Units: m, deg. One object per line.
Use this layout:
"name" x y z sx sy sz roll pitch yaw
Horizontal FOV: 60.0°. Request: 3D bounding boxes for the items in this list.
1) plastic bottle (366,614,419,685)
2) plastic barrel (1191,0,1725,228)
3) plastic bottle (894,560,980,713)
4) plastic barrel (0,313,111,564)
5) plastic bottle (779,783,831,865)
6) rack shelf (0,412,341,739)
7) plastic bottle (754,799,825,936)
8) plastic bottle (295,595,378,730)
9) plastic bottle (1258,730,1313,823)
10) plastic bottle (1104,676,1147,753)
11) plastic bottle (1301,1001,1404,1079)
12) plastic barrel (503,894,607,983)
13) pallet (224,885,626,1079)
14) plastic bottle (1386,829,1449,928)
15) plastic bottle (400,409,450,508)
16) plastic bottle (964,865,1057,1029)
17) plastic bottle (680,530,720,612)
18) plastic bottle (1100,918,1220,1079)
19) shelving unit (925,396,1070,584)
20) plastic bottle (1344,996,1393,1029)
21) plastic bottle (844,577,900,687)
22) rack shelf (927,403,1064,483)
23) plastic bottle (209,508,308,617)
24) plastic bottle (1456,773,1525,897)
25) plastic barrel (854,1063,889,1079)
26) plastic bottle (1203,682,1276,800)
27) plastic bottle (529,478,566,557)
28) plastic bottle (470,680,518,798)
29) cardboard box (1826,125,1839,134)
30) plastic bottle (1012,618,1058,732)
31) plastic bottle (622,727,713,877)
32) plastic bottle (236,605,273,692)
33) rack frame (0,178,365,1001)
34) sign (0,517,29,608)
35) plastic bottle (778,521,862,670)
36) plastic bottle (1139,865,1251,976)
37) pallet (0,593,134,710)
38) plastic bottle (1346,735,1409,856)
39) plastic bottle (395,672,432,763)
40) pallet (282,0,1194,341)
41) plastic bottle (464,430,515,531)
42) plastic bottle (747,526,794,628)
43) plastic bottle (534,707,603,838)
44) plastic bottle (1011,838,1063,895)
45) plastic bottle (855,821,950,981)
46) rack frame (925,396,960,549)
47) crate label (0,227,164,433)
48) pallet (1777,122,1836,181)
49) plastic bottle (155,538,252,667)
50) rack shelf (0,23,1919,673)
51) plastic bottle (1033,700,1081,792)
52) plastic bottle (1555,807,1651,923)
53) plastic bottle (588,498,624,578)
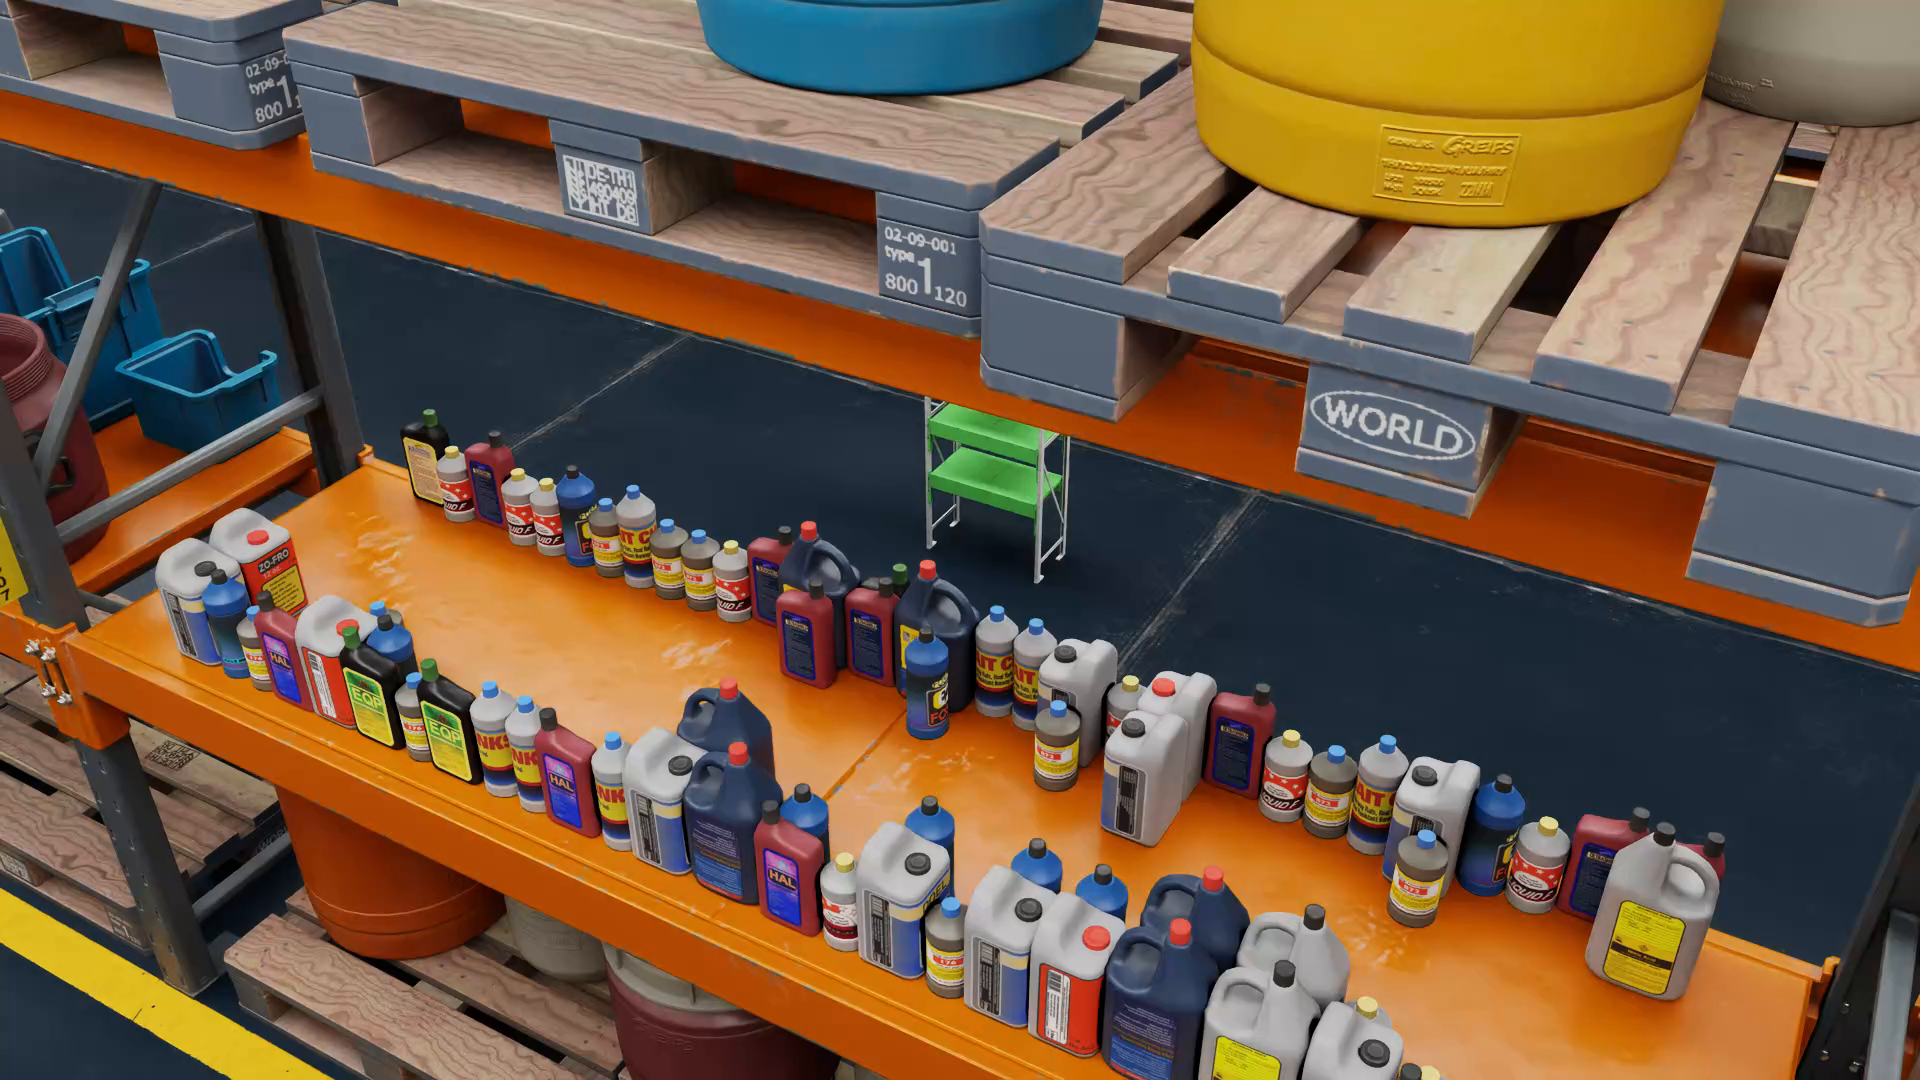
"plastic bottle" -1.266 0.285 3.731 0.097 0.271 0.097 0 34 0
"plastic barrel" 0.579 -0.741 1.901 0.600 0.588 0.600 0 34 0
"plastic bottle" -0.052 0.206 3.778 0.185 0.351 0.144 18 37 24
"plastic barrel" -2.554 -0.224 4.258 0.708 0.536 0.600 18 37 24
"plastic bottle" -0.303 0.590 3.273 0.097 0.271 0.097 0 34 0
"rack shelf" -3.737 -0.436 5.348 4.000 0.370 1.077 18 37 24
"plastic bottle" -0.327 0.628 3.205 0.133 0.283 0.061 18 37 24
"plastic bottle" -1.384 0.268 3.754 0.135 0.276 0.152 18 37 24
"plastic bottle" 0.686 0.487 3.491 0.097 0.201 0.097 0 34 0
"plastic bottle" 0.368 0.387 3.642 0.097 0.201 0.097 0 34 0
"plastic bottle" 0.652 0.913 2.785 0.135 0.276 0.152 18 37 24
"plastic barrel" -1.033 0.914 4.537 0.421 0.512 0.421 0 34 0
"pallet" -1.295 1.172 4.800 1.213 0.211 1.003 18 37 24
"plastic bottle" 0.896 0.651 3.245 0.097 0.201 0.097 0 34 0
"plastic bottle" -1.438 -0.231 4.496 0.133 0.283 0.061 18 37 24
"plastic bottle" 0.098 0.737 3.049 0.135 0.276 0.152 18 37 24
"plastic bottle" -0.639 0.068 4.122 0.097 0.201 0.097 0 34 0
"plastic bottle" 0.351 0.789 2.904 0.185 0.351 0.144 18 37 24
"shelving unit" 0.144 -0.454 6.349 0.503 1.200 0.258 18 37 24
"plastic bottle" 0.698 0.879 2.904 0.097 0.201 0.097 0 34 0
"plastic bottle" -0.199 0.200 3.849 0.133 0.283 0.061 18 37 24
"rack shelf" 0.144 -0.401 6.384 0.480 0.148 0.258 18 37 24
"plastic bottle" -1.710 0.067 4.055 0.135 0.276 0.152 18 37 24
"plastic bottle" 1.056 0.575 3.296 0.097 0.271 0.097 0 34 0
"plastic barrel" -0.052 1.224 4.071 0.421 0.512 0.421 0 34 0
"plastic bottle" 0.594 0.412 3.530 0.133 0.283 0.061 18 37 24
"plastic bottle" -1.062 -0.066 4.323 0.097 0.201 0.097 0 34 0
"plastic bottle" -0.980 0.415 3.537 0.097 0.271 0.097 0 34 0
"cardboard box" 3.633 -1.923 6.462 0.500 0.500 0.700 6 34 9
"plastic bottle" 0.167 0.294 3.719 0.097 0.271 0.097 0 34 0
"plastic bottle" -0.581 0.522 3.372 0.135 0.276 0.152 18 37 24
"plastic bottle" -1.614 0.243 3.857 0.097 0.201 0.097 0 34 0
"rack frame" -2.001 -0.186 4.323 0.127 3.000 1.000 18 37 24
"sign" -2.267 0.013 3.877 0.005 0.325 0.100 18 37 24
"plastic bottle" -0.328 0.119 3.910 0.185 0.351 0.144 18 37 24
"plastic bottle" 0.423 0.719 3.008 0.185 0.351 0.144 18 37 24
"pallet" -3.709 0.407 5.948 1.213 0.211 1.003 18 37 24
"plastic bottle" 0.855 0.512 3.392 0.097 0.271 0.097 0 34 0
"plastic bottle" -1.181 0.380 3.652 0.097 0.201 0.097 0 34 0
"pallet" -0.243 -0.735 2.611 1.213 0.211 1.003 18 37 24
"plastic bottle" -1.237 -0.168 4.401 0.133 0.283 0.061 18 37 24
"plastic bottle" -0.445 0.083 4.024 0.133 0.283 0.061 18 37 24
"plastic bottle" -0.805 0.477 3.432 0.133 0.283 0.061 18 37 24
"plastic bottle" 0.144 0.674 3.148 0.097 0.271 0.097 0 34 0
"plastic bottle" -0.104 0.673 3.145 0.135 0.276 0.152 18 37 24
"rack frame" -0.068 -0.521 6.450 0.015 1.200 0.240 18 37 24
"crate label" -2.729 -0.604 4.919 0.616 0.435 0.502 18 37 24
"pallet" 3.294 -1.661 6.711 1.213 0.211 1.003 18 37 24
"plastic bottle" -1.785 0.140 3.945 0.135 0.276 0.152 18 37 24
"rack shelf" -0.264 -0.585 2.865 4.000 0.370 1.077 18 37 24
"plastic bottle" 0.208 0.433 3.573 0.097 0.201 0.097 0 34 0
"plastic bottle" 1.250 0.620 3.218 0.133 0.283 0.061 18 37 24
"plastic bottle" -0.893 -0.013 4.242 0.097 0.201 0.097 0 34 0
